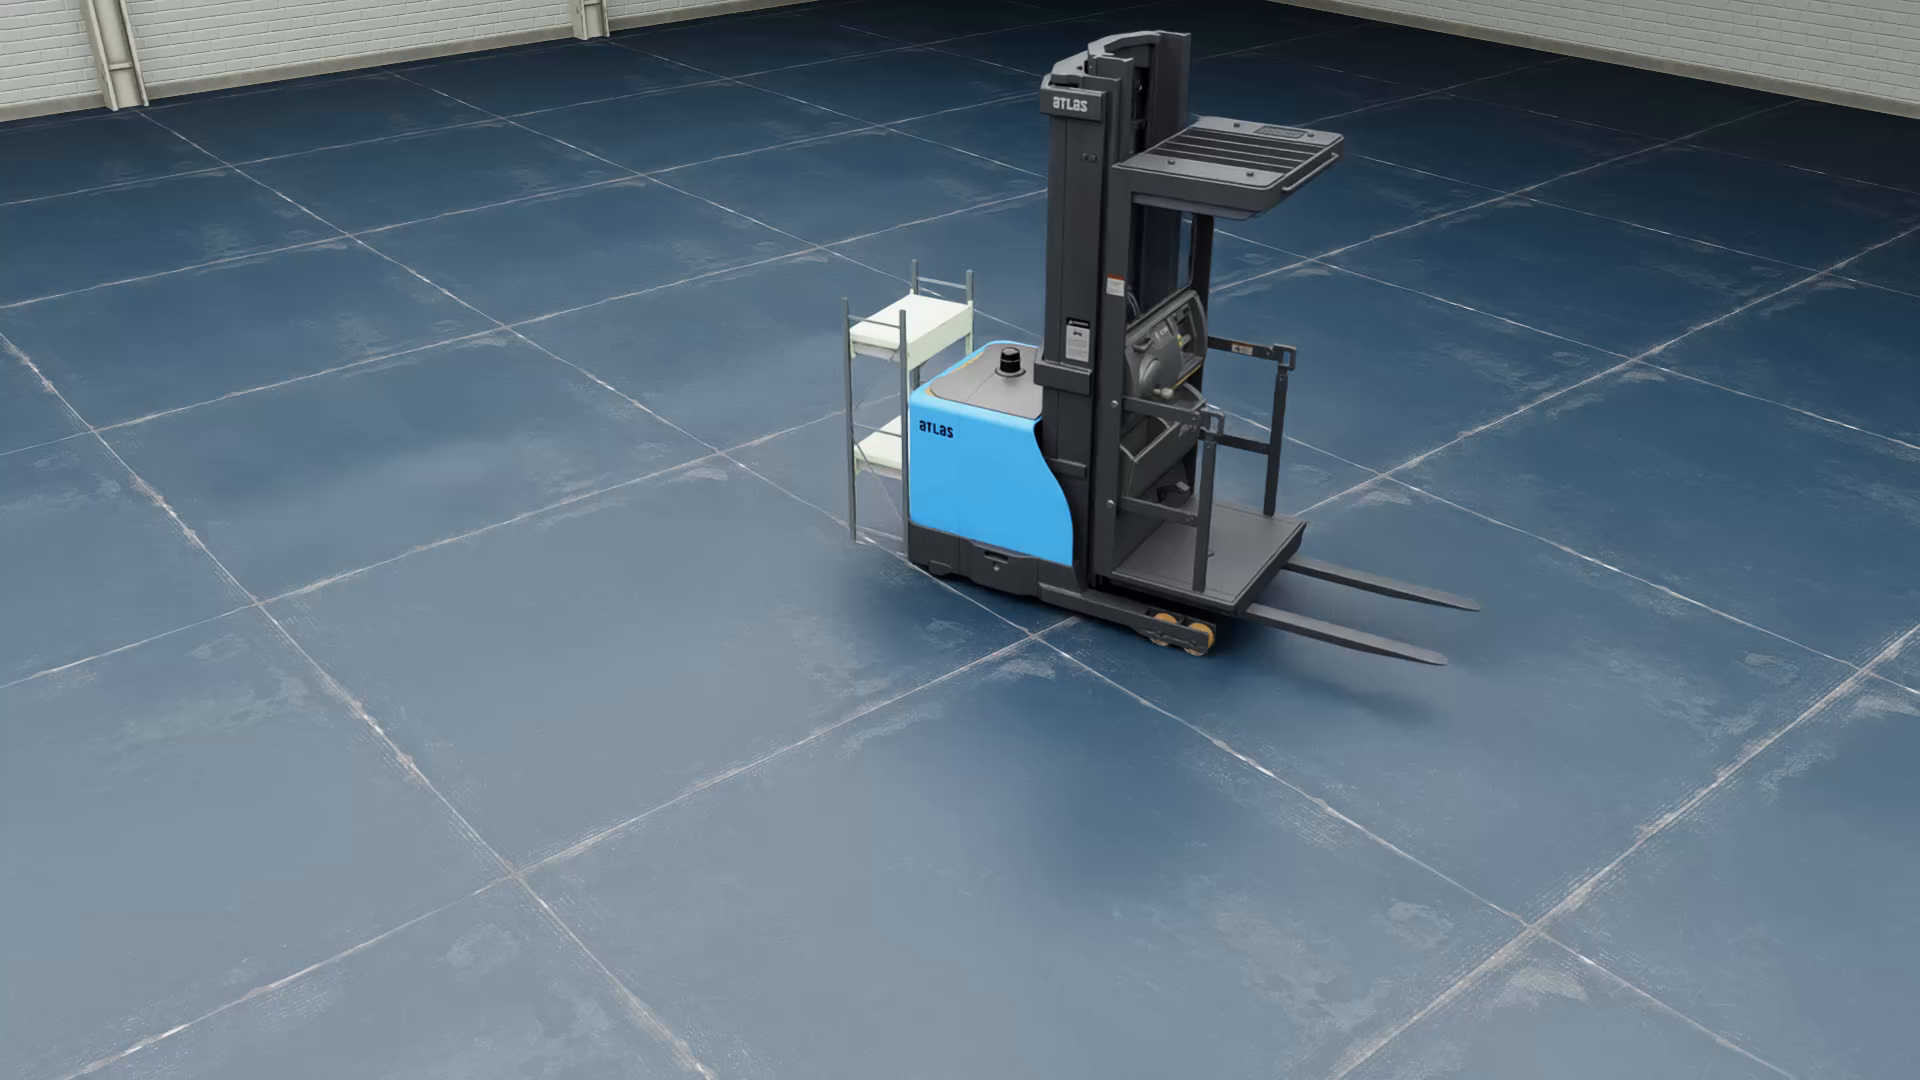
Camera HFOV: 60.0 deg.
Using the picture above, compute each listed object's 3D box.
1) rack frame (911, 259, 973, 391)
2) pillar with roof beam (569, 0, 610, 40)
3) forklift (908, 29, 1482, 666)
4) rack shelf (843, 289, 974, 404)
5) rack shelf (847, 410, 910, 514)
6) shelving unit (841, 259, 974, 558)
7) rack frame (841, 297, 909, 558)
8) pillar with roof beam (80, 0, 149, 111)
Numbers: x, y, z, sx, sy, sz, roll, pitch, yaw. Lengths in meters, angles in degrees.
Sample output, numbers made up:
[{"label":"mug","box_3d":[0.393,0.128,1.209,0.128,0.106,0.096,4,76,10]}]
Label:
[{"label":"rack frame","box_3d":[-0.103,-0.909,9.859,0.400,1.500,0.023,15,32,26]},{"label":"pillar with roof beam","box_3d":[-2.196,-9.246,17.503,0.400,9.000,9.100,-22,35,-35]},{"label":"forklift","box_3d":[1.240,-0.980,8.474,3.031,2.935,1.130,15,32,26]},{"label":"rack shelf","box_3d":[-0.284,-1.103,9.394,0.431,0.370,0.720,15,32,26]},{"label":"rack shelf","box_3d":[-0.284,-0.471,9.732,0.431,0.370,0.720,15,32,26]},{"label":"shelving unit","box_3d":[-0.284,-0.759,9.578,0.431,1.500,0.755,15,32,26]},{"label":"rack frame","box_3d":[-0.465,-0.609,9.298,0.400,1.500,0.023,15,32,26]},{"label":"pillar with roof beam","box_3d":[-6.760,-7.410,14.068,0.400,9.000,9.100,-22,35,-35]}]
